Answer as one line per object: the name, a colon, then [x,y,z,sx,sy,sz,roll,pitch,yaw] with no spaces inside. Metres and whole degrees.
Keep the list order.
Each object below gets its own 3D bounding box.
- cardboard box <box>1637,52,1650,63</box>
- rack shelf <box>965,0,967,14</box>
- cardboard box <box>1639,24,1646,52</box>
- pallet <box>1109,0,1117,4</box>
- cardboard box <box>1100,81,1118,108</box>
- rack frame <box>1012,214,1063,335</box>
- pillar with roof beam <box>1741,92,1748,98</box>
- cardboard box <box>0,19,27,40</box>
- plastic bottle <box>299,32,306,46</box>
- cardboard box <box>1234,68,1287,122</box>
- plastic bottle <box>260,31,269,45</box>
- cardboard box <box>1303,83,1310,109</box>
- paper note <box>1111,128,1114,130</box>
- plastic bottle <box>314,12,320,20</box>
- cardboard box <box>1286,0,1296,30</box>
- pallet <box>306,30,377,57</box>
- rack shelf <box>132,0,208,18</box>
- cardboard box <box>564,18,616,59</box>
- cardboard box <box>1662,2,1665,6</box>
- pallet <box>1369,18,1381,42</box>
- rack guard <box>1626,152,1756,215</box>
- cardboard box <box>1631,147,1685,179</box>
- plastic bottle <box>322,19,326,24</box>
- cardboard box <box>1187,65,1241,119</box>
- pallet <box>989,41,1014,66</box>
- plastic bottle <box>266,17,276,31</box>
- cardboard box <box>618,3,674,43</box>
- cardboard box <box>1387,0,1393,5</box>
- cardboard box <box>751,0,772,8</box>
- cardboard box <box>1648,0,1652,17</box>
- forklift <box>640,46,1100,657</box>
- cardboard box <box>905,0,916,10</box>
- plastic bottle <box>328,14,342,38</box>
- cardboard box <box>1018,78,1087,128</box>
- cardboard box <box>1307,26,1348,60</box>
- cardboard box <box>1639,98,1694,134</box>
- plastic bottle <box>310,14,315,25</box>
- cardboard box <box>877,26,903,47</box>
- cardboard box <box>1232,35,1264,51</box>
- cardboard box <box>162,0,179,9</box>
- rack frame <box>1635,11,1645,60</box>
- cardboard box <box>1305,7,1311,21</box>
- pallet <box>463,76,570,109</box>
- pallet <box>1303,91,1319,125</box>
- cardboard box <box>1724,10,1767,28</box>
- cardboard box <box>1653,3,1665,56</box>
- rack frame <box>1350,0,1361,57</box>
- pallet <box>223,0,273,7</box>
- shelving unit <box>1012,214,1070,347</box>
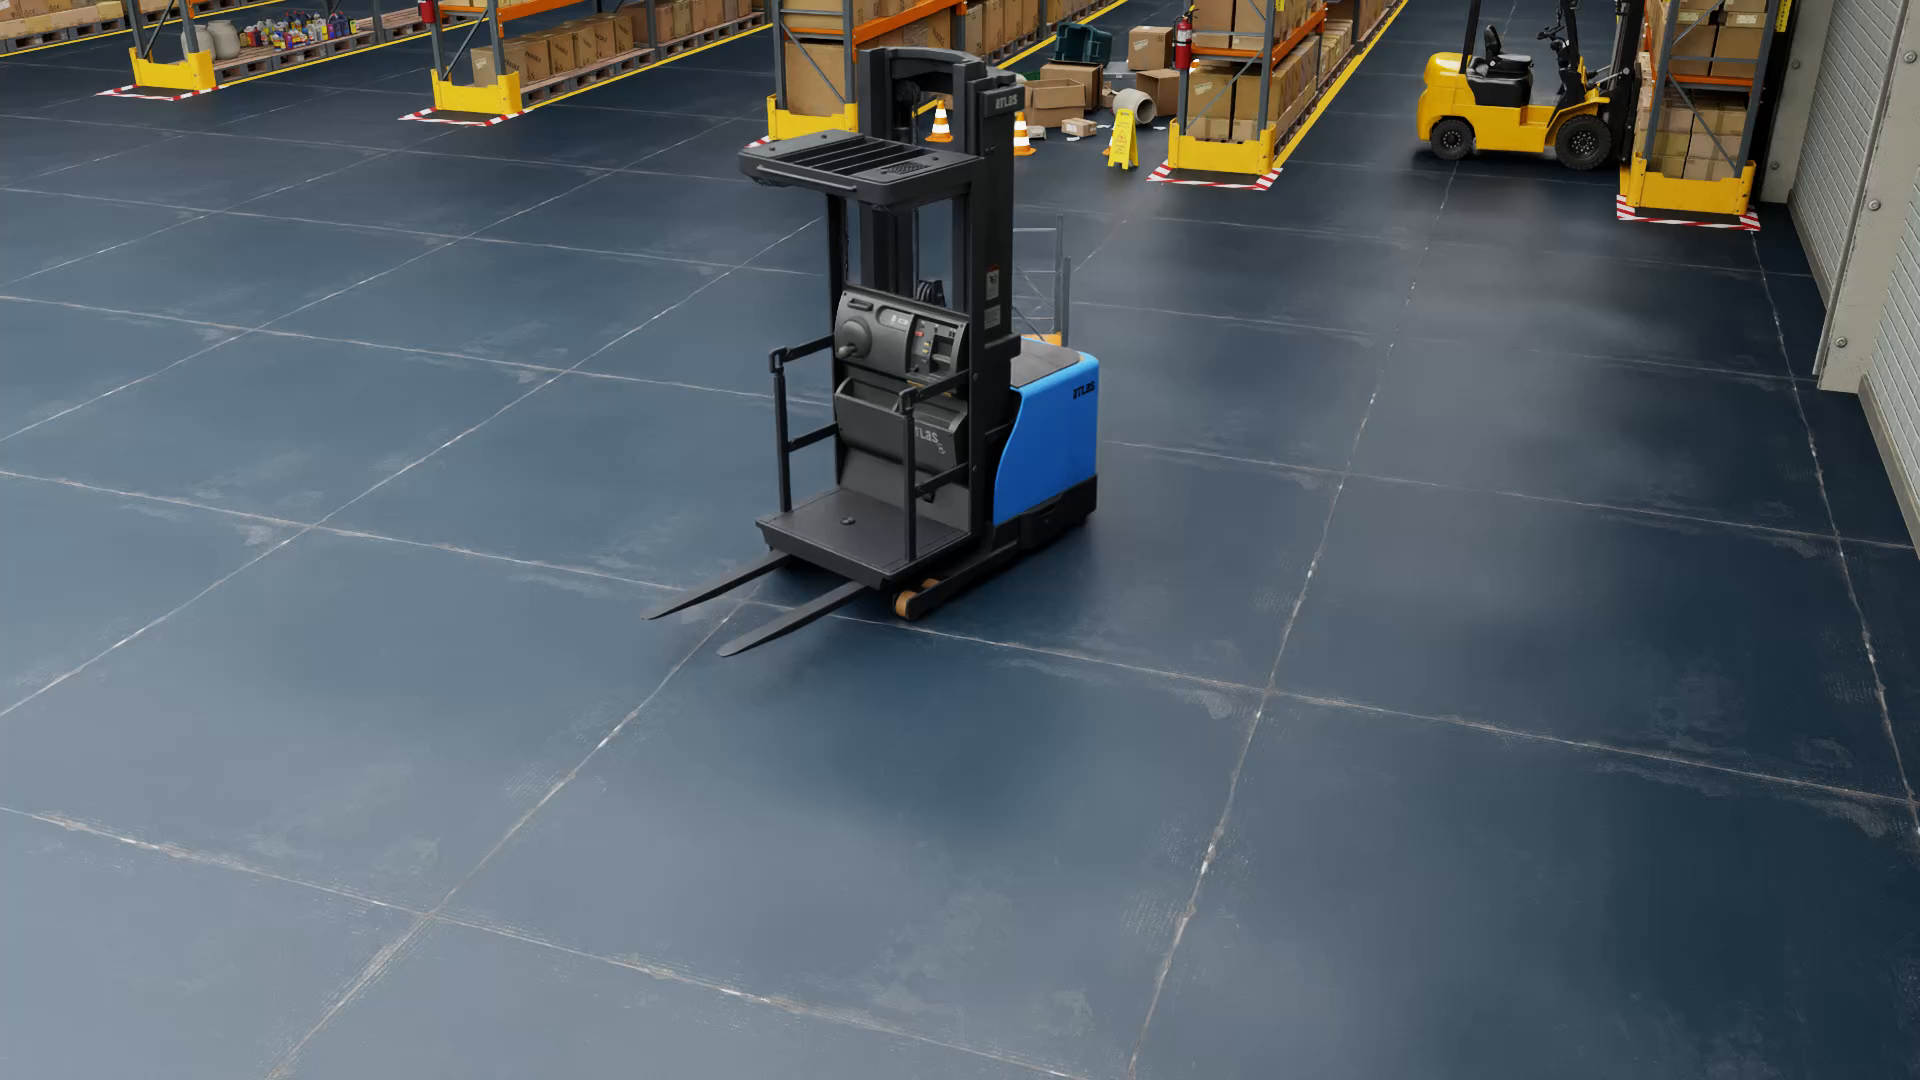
cardboard box: [8.509,-5.757,20.224,0.500,0.250,0.500,8,27,17]
rack shelf: [0.248,-8.401,24.985,1.077,0.370,4.000,9,27,17]
cardboard box: [9.866,-6.749,22.989,0.875,0.625,0.625,10,27,19]
pallet: [2.434,-10.217,31.109,1.003,0.211,1.213,9,27,17]
cardboard box: [1.988,-5.973,22.281,0.258,0.266,0.396,-9,27,-18]
rack frame: [0.455,-1.556,11.743,0.500,1.500,0.032,0,26,0]
pillar with roof beam: [6.653,-10.810,22.251,9.100,9.000,0.400,9,27,17]
cardboard box: [-15.015,-8.009,26.023,0.500,0.250,0.500,9,27,17]
plastic bottle: [-9.986,-7.600,25.210,0.097,0.201,0.097,0,26,0]
cardboard box: [3.489,-5.173,19.305,0.500,0.500,0.500,8,27,16]
plastic bottle: [-10.586,-7.641,25.297,0.097,0.201,0.097,0,26,0]
cardboard box: [4.172,-5.676,21.204,0.500,0.250,0.500,8,27,16]
paper note: [1.934,-5.180,20.937,0.032,0.001,0.123,9,27,17]
plastic bottle: [-10.252,-8.285,26.545,0.097,0.271,0.097,0,26,0]
cardboard box: [3.541,-6.130,19.012,0.500,0.500,0.500,10,27,19]
pallet: [-9.995,-7.857,26.236,1.003,0.211,1.213,9,27,17]
rack shelf: [-10.398,-8.237,24.645,1.077,0.370,4.000,9,27,17]
cardboard box: [-5.416,-7.333,24.339,0.500,0.500,0.500,19,32,34]
cardboard box: [7.889,-5.916,18.167,0.380,0.149,0.250,9,27,18]
pallet: [6.356,-8.428,27.415,1.003,0.211,1.213,9,27,17]
rack guard: [7.626,-3.730,17.380,1.175,0.500,0.348,9,27,17]
cardboard box: [7.493,-4.055,17.857,0.500,0.250,0.500,9,27,18]
plastic bottle: [-9.887,-7.980,25.911,0.152,0.276,0.135,9,27,17]
cardboard box: [2.973,-5.239,19.441,0.500,0.500,0.500,9,27,18]
pallet: [0.172,-7.479,25.455,1.003,0.211,1.213,9,27,17]
plastic bottle: [-10.597,-7.864,25.585,0.144,0.351,0.185,9,27,17]
cardboard box: [-4.837,-7.986,25.666,0.700,0.500,0.500,7,27,13]
cardboard box: [7.256,-9.793,29.492,0.875,0.438,0.875,8,27,17]
cardboard box: [-3.481,-9.821,29.048,1.225,0.875,0.875,7,27,15]
cardboard box: [8.887,-6.686,20.789,0.500,0.250,0.500,9,27,19]
forklift: [-0.477,-1.117,9.193,1.130,2.935,3.031,20,33,36]
cardboard box: [-1.064,-7.151,21.405,0.875,0.550,0.500,9,27,17]
plastic bottle: [-9.739,-8.003,25.871,0.144,0.351,0.185,7,27,15]
cardboard box: [1.150,-5.548,21.132,0.797,0.503,0.637,-9,27,-18]
cardboard box: [5.179,-7.342,24.505,0.950,0.372,0.625,8,27,16]
cardboard box: [7.494,-4.501,17.630,0.500,0.250,0.500,10,27,19]
plastic bottle: [-10.233,-8.138,26.229,0.061,0.283,0.133,9,27,17]
cardboard box: [-1.295,-6.142,21.450,0.875,0.875,0.875,8,27,17]
cardboard box: [3.261,-5.580,18.620,0.380,0.149,0.250,9,27,18]
cardboard box: [-13.863,-9.393,28.882,0.500,0.250,0.500,9,27,19]
rack frame: [10.297,-8.152,23.646,1.000,3.000,0.127,9,27,17]
cardboard box: [4.129,-6.519,20.561,0.380,0.149,0.250,8,27,17]
pallet: [-6.064,-6.125,22.658,1.003,0.211,1.213,9,27,17]
pallet: [4.093,-5.691,21.761,1.003,0.211,1.213,9,27,17]
cardboard box: [7.992,-5.304,16.903,0.380,0.149,0.250,8,27,16]
cardboard box: [7.902,-5.573,18.203,0.500,0.500,0.500,8,27,16]
rack frame: [5.615,-8.871,25.129,1.000,3.000,0.127,9,27,17]
pallet: [-13.382,-10.158,30.988,1.003,0.211,1.213,9,27,17]
shelving unit: [0.451,-1.339,11.294,0.587,1.500,1.083,0,26,0]
